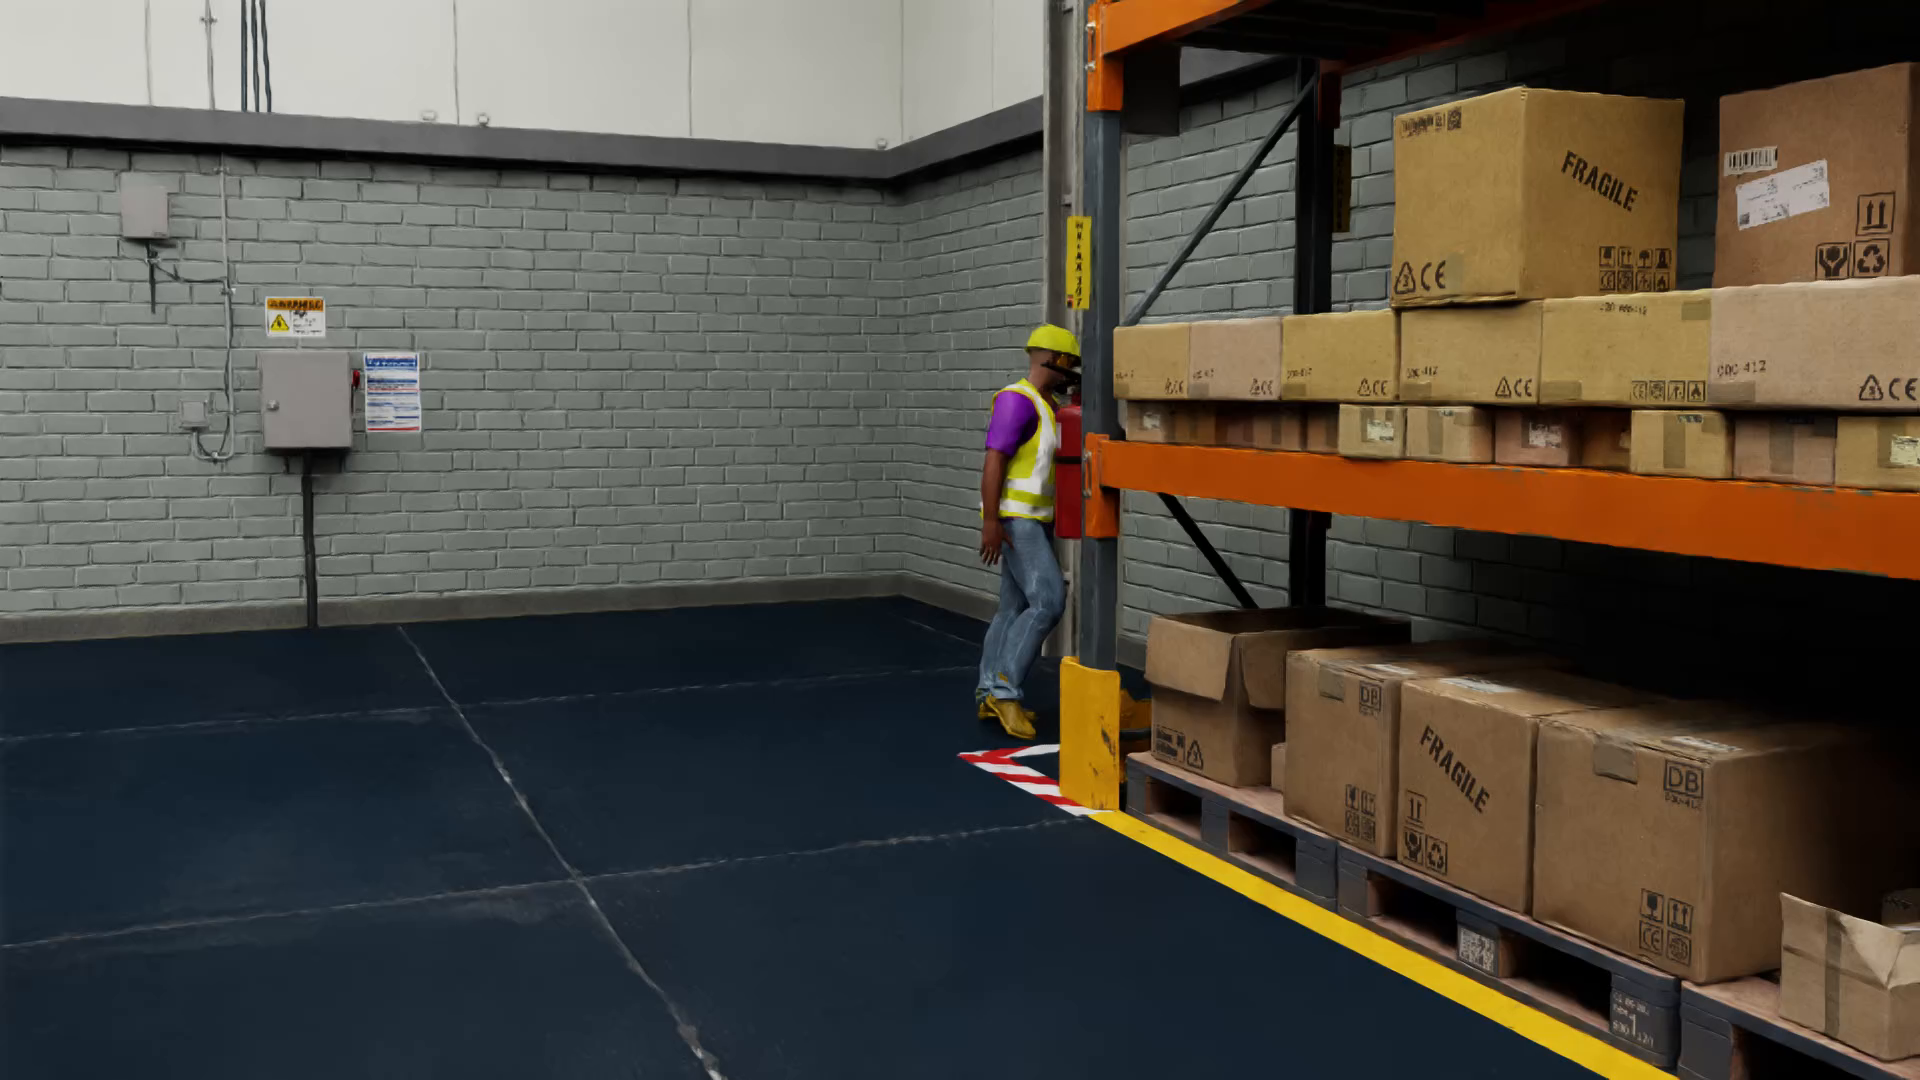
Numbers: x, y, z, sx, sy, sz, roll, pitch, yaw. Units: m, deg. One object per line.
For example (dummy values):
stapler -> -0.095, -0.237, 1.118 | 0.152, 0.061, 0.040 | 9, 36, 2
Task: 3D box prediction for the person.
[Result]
person -> 0.334, -0.048, 7.270 | 0.564, 1.778, 0.655 | 2, 6, 22
